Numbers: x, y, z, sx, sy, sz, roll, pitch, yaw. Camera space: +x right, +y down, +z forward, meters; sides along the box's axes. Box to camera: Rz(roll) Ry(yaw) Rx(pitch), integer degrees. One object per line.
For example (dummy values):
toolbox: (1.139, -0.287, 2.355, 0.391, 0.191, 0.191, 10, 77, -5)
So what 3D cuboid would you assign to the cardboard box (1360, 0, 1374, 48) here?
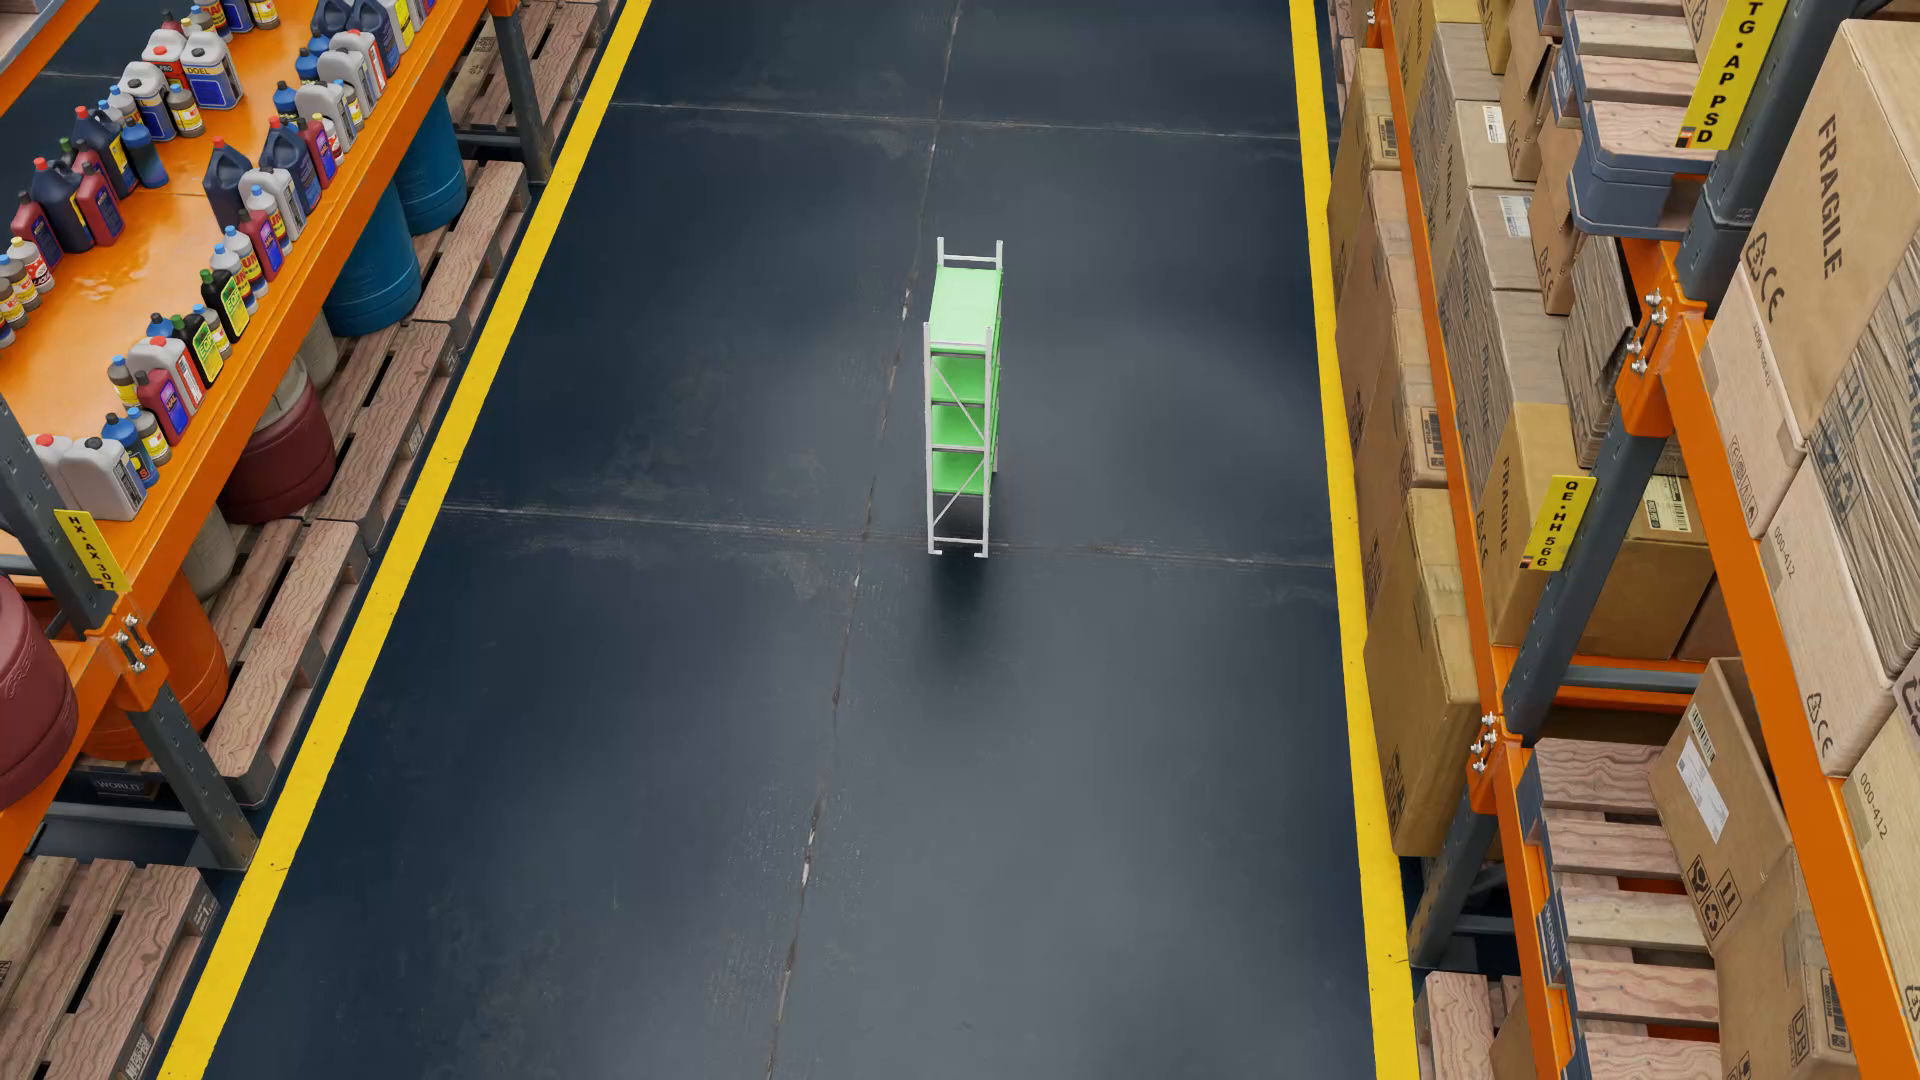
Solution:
cardboard box: (2.490, -2.455, 8.144, 0.875, 0.875, 0.875, 4, 48, 4)

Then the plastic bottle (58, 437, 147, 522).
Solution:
plastic bottle: (-2.585, -0.199, 5.009, 0.152, 0.276, 0.135, 4, 48, 4)

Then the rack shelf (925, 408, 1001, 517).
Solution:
rack shelf: (0.015, -0.321, 6.669, 0.258, 0.148, 0.480, 4, 48, 4)

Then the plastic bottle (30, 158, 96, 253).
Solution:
plastic bottle: (-3.175, -1.208, 5.881, 0.144, 0.351, 0.185, 4, 48, 4)

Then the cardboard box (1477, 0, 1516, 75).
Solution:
cardboard box: (2.226, -1.950, 5.779, 0.797, 0.503, 0.637, 4, 48, 4)

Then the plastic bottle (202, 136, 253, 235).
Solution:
plastic bottle: (-2.604, -1.272, 5.940, 0.144, 0.351, 0.185, 4, 48, 4)

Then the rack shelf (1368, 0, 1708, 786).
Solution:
rack shelf: (2.168, -0.839, 5.998, 1.077, 0.370, 4.000, 4, 48, 4)

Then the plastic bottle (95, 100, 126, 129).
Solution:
plastic bottle: (-3.156, -1.520, 6.221, 0.097, 0.271, 0.097, 0, 48, 0)

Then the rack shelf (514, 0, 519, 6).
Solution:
rack shelf: (-2.400, -4.111, 8.991, 1.077, 0.370, 4.000, 4, 48, 4)

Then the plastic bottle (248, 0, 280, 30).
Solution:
plastic bottle: (-2.911, -2.239, 6.926, 0.097, 0.201, 0.097, 0, 48, 0)

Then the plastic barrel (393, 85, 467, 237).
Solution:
plastic barrel: (-2.649, -1.919, 7.636, 0.600, 0.901, 0.708, 4, 48, 4)

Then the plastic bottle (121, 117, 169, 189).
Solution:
plastic bottle: (-3.021, -1.439, 6.147, 0.097, 0.271, 0.097, 0, 48, 0)

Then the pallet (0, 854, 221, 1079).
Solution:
pallet: (-3.056, 1.563, 5.203, 1.003, 0.211, 1.213, 4, 48, 4)

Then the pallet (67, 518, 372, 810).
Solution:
pallet: (-2.916, 0.414, 6.254, 1.003, 0.211, 1.213, 4, 48, 4)

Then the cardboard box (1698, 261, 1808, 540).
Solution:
cardboard box: (1.689, -0.245, 3.036, 0.500, 0.250, 0.500, 5, 48, 4)

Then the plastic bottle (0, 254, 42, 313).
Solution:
plastic bottle: (-3.232, -0.886, 5.688, 0.097, 0.201, 0.097, 0, 48, 0)

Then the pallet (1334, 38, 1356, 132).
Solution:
pallet: (2.497, -2.163, 8.612, 1.003, 0.211, 1.213, 4, 48, 4)

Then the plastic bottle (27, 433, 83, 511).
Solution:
plastic bottle: (-2.737, -0.209, 5.019, 0.152, 0.276, 0.135, 4, 48, 4)

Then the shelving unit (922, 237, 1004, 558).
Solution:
shelving unit: (0.015, -0.527, 6.444, 0.258, 1.200, 0.503, 4, 48, 4)

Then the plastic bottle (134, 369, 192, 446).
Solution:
plastic bottle: (-2.510, -0.440, 5.225, 0.061, 0.283, 0.133, 4, 48, 4)

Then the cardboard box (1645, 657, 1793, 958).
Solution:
cardboard box: (1.976, 0.612, 3.831, 0.500, 0.500, 0.500, -1, 48, -1)

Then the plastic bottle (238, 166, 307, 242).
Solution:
plastic bottle: (-2.459, -1.218, 5.941, 0.152, 0.276, 0.135, 4, 48, 4)

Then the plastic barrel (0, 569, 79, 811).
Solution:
plastic barrel: (-2.687, 0.371, 4.312, 0.600, 0.536, 0.708, 4, 48, 4)

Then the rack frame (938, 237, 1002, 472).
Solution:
rack frame: (0.037, -0.706, 6.608, 0.240, 1.200, 0.015, 4, 48, 4)

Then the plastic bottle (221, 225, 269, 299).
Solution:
plastic bottle: (-2.463, -0.960, 5.708, 0.097, 0.271, 0.097, 0, 48, 0)

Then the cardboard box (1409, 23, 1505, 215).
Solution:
cardboard box: (1.968, -1.526, 6.071, 0.500, 0.500, 0.500, 3, 48, 3)

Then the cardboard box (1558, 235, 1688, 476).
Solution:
cardboard box: (2.068, -0.520, 4.471, 0.797, 0.503, 0.637, 5, 48, 5)

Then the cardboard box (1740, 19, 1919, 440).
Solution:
cardboard box: (1.687, -0.498, 2.760, 0.500, 0.500, 0.500, 4, 48, 4)

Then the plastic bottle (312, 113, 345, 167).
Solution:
plastic bottle: (-2.392, -1.510, 6.259, 0.097, 0.201, 0.097, 0, 48, 0)

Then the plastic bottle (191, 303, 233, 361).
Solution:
plastic bottle: (-2.493, -0.695, 5.514, 0.097, 0.201, 0.097, 0, 48, 0)

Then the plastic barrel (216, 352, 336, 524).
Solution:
plastic barrel: (-2.816, -0.463, 6.516, 0.600, 0.588, 0.708, 4, 48, 4)

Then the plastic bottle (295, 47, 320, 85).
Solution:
plastic bottle: (-2.514, -1.786, 6.464, 0.097, 0.271, 0.097, 0, 48, 0)

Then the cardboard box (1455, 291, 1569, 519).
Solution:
cardboard box: (1.835, -0.391, 5.033, 0.500, 0.500, 0.500, 3, 48, 3)

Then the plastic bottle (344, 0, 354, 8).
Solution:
plastic bottle: (-2.484, -2.180, 6.770, 0.144, 0.351, 0.185, 4, 48, 4)

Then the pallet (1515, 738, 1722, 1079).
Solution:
pallet: (2.027, 0.984, 3.973, 1.213, 0.211, 1.003, 4, 48, 4)

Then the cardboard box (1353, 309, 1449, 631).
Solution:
cardboard box: (2.158, -0.197, 6.078, 1.225, 0.875, 0.875, 4, 48, 4)

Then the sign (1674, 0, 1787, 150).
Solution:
sign: (1.434, -0.869, 3.101, 0.100, 0.325, 0.005, 4, 48, 4)

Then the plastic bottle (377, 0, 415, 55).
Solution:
plastic bottle: (-2.340, -2.170, 6.761, 0.144, 0.351, 0.185, 4, 48, 4)

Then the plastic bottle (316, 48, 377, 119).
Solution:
plastic bottle: (-2.388, -1.793, 6.467, 0.152, 0.276, 0.135, 4, 48, 4)

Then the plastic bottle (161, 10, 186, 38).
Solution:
plastic bottle: (-3.121, -1.951, 6.607, 0.061, 0.283, 0.133, 4, 48, 4)

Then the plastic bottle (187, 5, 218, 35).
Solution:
plastic bottle: (-3.084, -2.079, 6.779, 0.097, 0.201, 0.097, 0, 48, 0)

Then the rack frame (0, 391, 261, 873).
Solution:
rack frame: (-2.947, 0.055, 4.693, 1.000, 3.000, 0.127, 4, 48, 4)

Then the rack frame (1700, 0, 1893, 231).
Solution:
rack frame: (1.986, -1.636, 2.174, 1.000, 3.000, 0.127, 4, 48, 4)
